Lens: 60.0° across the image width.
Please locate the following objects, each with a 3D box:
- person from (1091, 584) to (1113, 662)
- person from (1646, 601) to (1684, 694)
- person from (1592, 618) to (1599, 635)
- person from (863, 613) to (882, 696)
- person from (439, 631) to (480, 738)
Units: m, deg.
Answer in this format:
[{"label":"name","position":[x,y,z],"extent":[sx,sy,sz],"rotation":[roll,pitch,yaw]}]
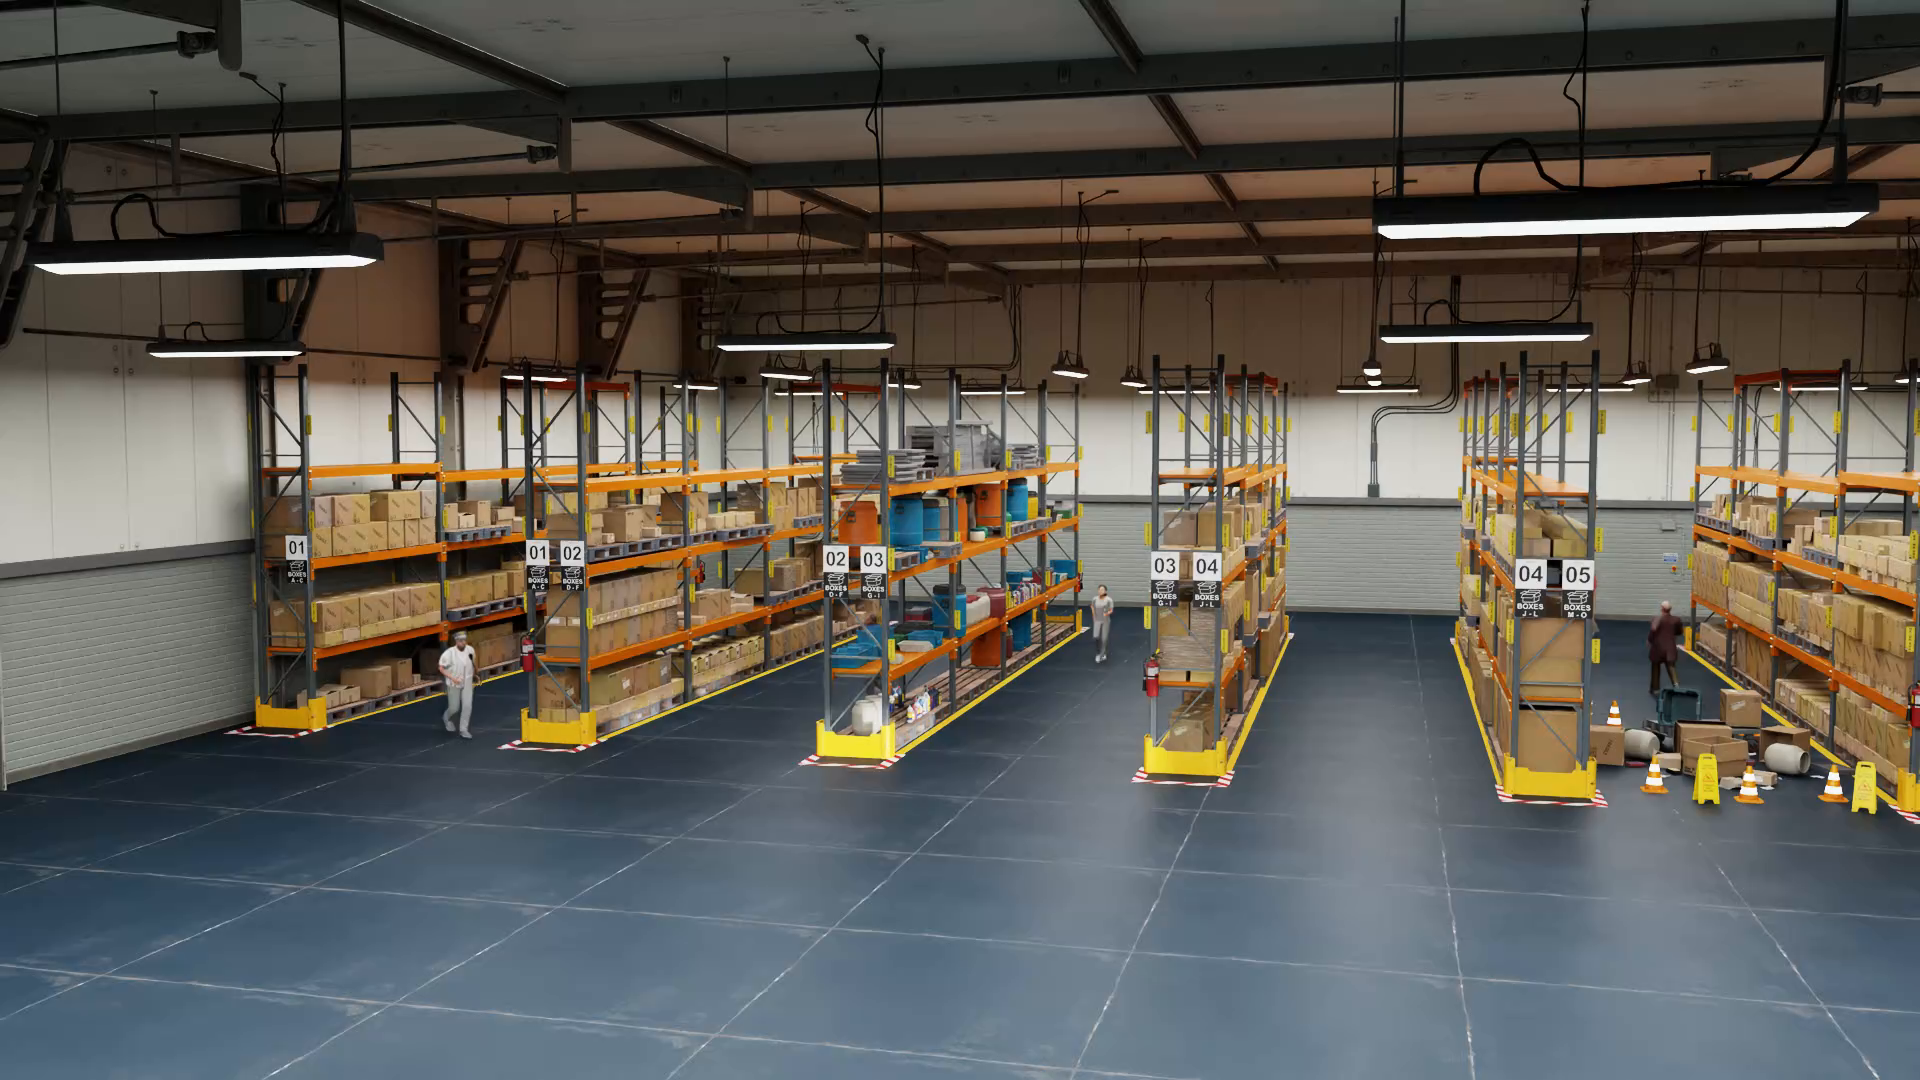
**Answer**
[{"label":"person","position":[2.999,1.755,35.146],"extent":[0.495,1.650,0.751],"rotation":[1,4,10]},{"label":"person","position":[12.913,1.992,30.465],"extent":[0.689,1.752,1.063],"rotation":[0,4,4]},{"label":"person","position":[14.658,1.438,39.313],"extent":[0.867,1.800,0.641],"rotation":[0,4,2]},{"label":"person","position":[-1.557,2.121,30.009],"extent":[0.582,1.632,0.661],"rotation":[-1,4,-16]},{"label":"person","position":[-8.101,2.300,26.785],"extent":[0.661,1.733,0.809],"rotation":[-3,5,-36]}]
